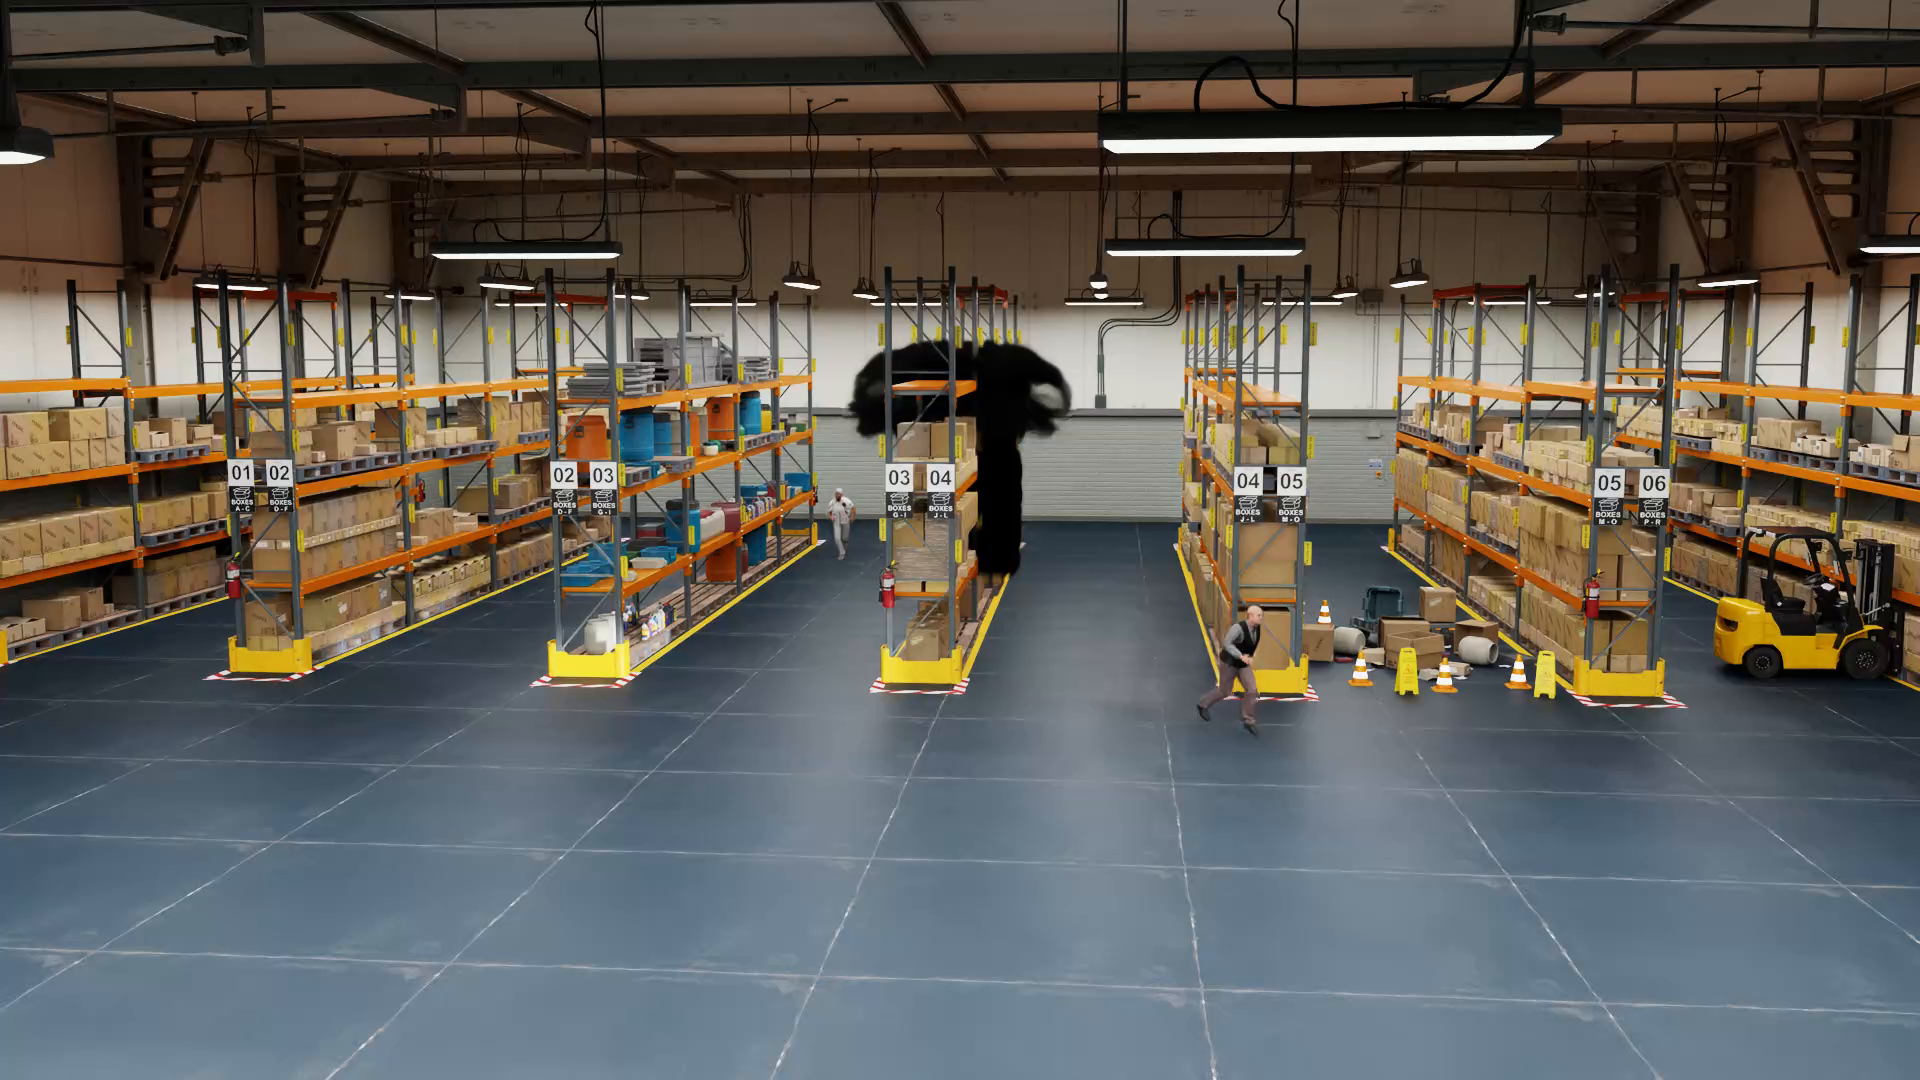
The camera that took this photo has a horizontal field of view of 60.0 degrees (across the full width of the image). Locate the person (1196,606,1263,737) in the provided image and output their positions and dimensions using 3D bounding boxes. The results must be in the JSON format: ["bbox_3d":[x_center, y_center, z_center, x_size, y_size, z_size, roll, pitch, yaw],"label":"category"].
[{"bbox_3d":[3.464,1.628,21.272,1.007,1.683,0.697,6,9,43],"label":"person"}]

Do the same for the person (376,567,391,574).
[{"bbox_3d":[-12.247,-0.090,35.427,0.525,1.611,0.820,0,7,3],"label":"person"}]

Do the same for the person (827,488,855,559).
[{"bbox_3d":[-2.708,-0.376,37.921,0.637,1.630,0.631,0,7,2],"label":"person"}]
